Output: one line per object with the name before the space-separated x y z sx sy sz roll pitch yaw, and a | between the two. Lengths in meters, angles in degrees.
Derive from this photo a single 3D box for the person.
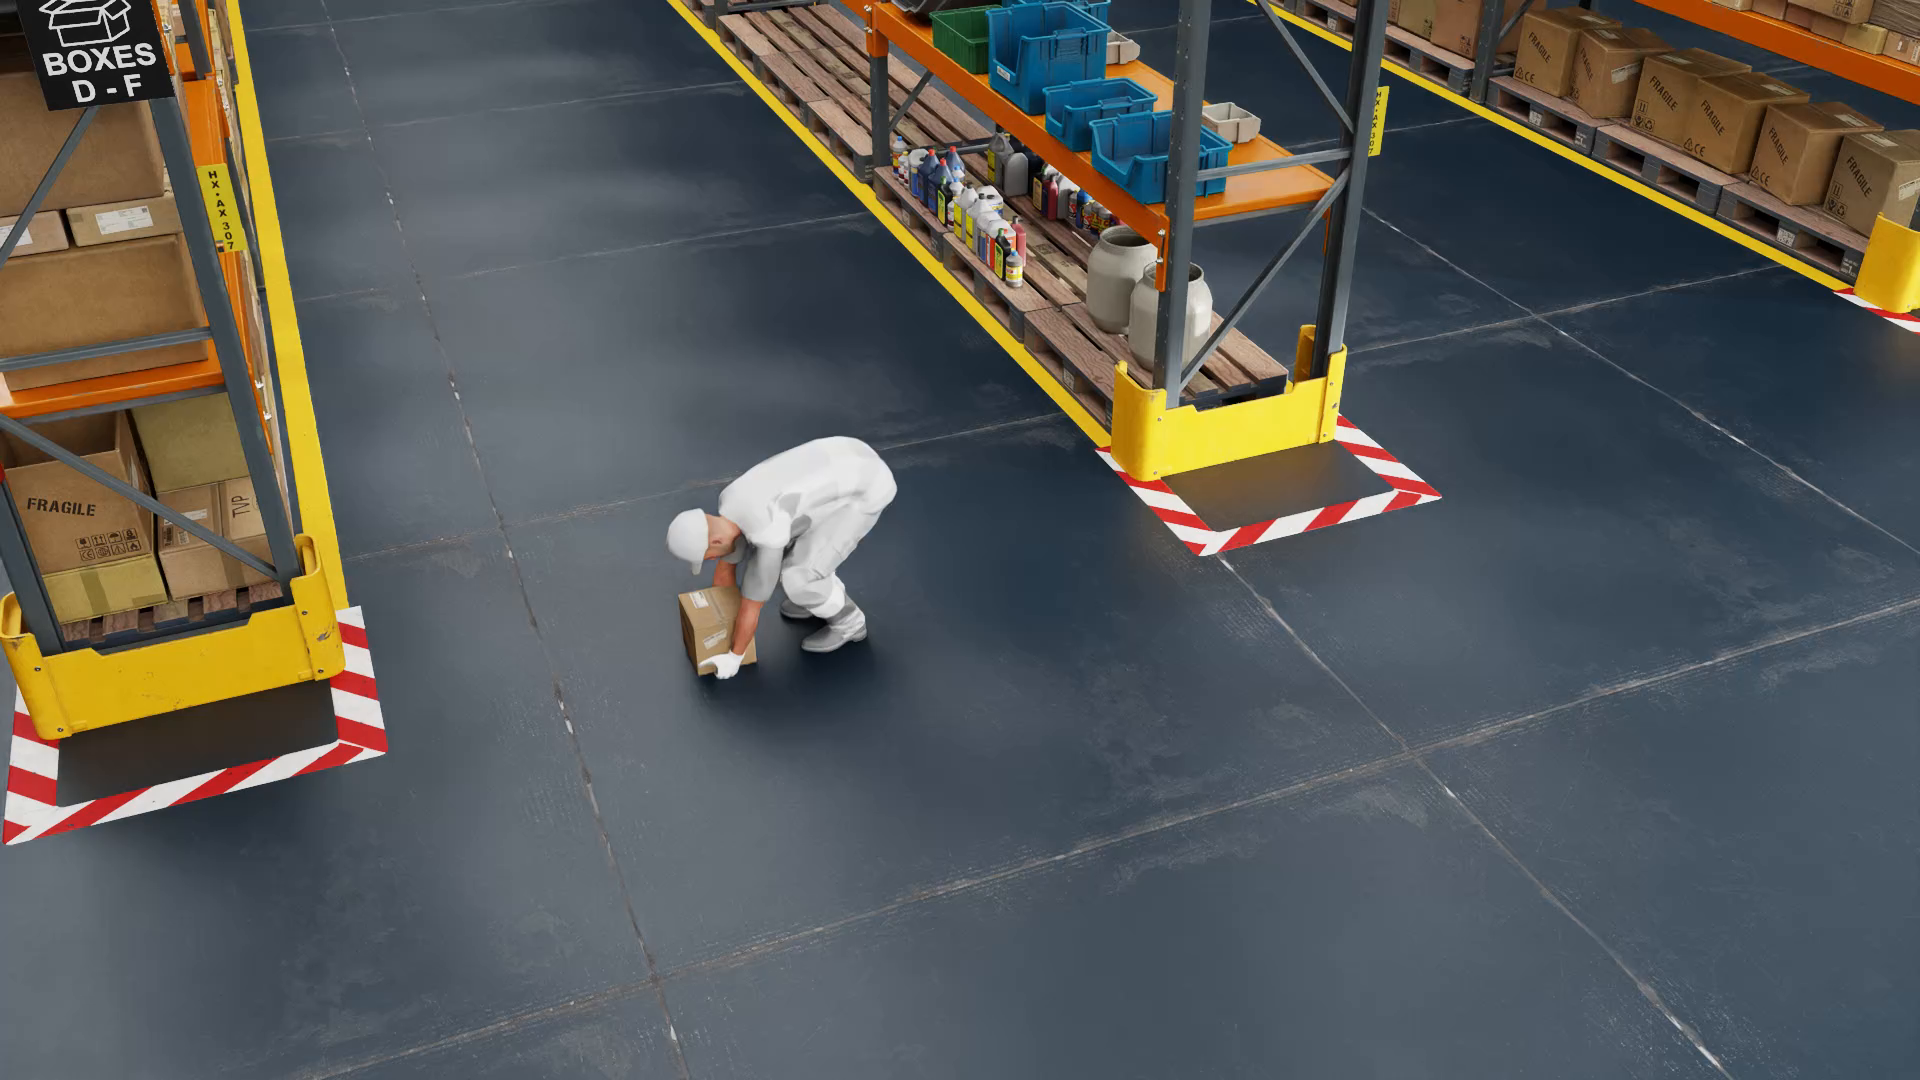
person | -0.731 0.047 6.887 0.959 0.905 0.538 -14 36 -21
